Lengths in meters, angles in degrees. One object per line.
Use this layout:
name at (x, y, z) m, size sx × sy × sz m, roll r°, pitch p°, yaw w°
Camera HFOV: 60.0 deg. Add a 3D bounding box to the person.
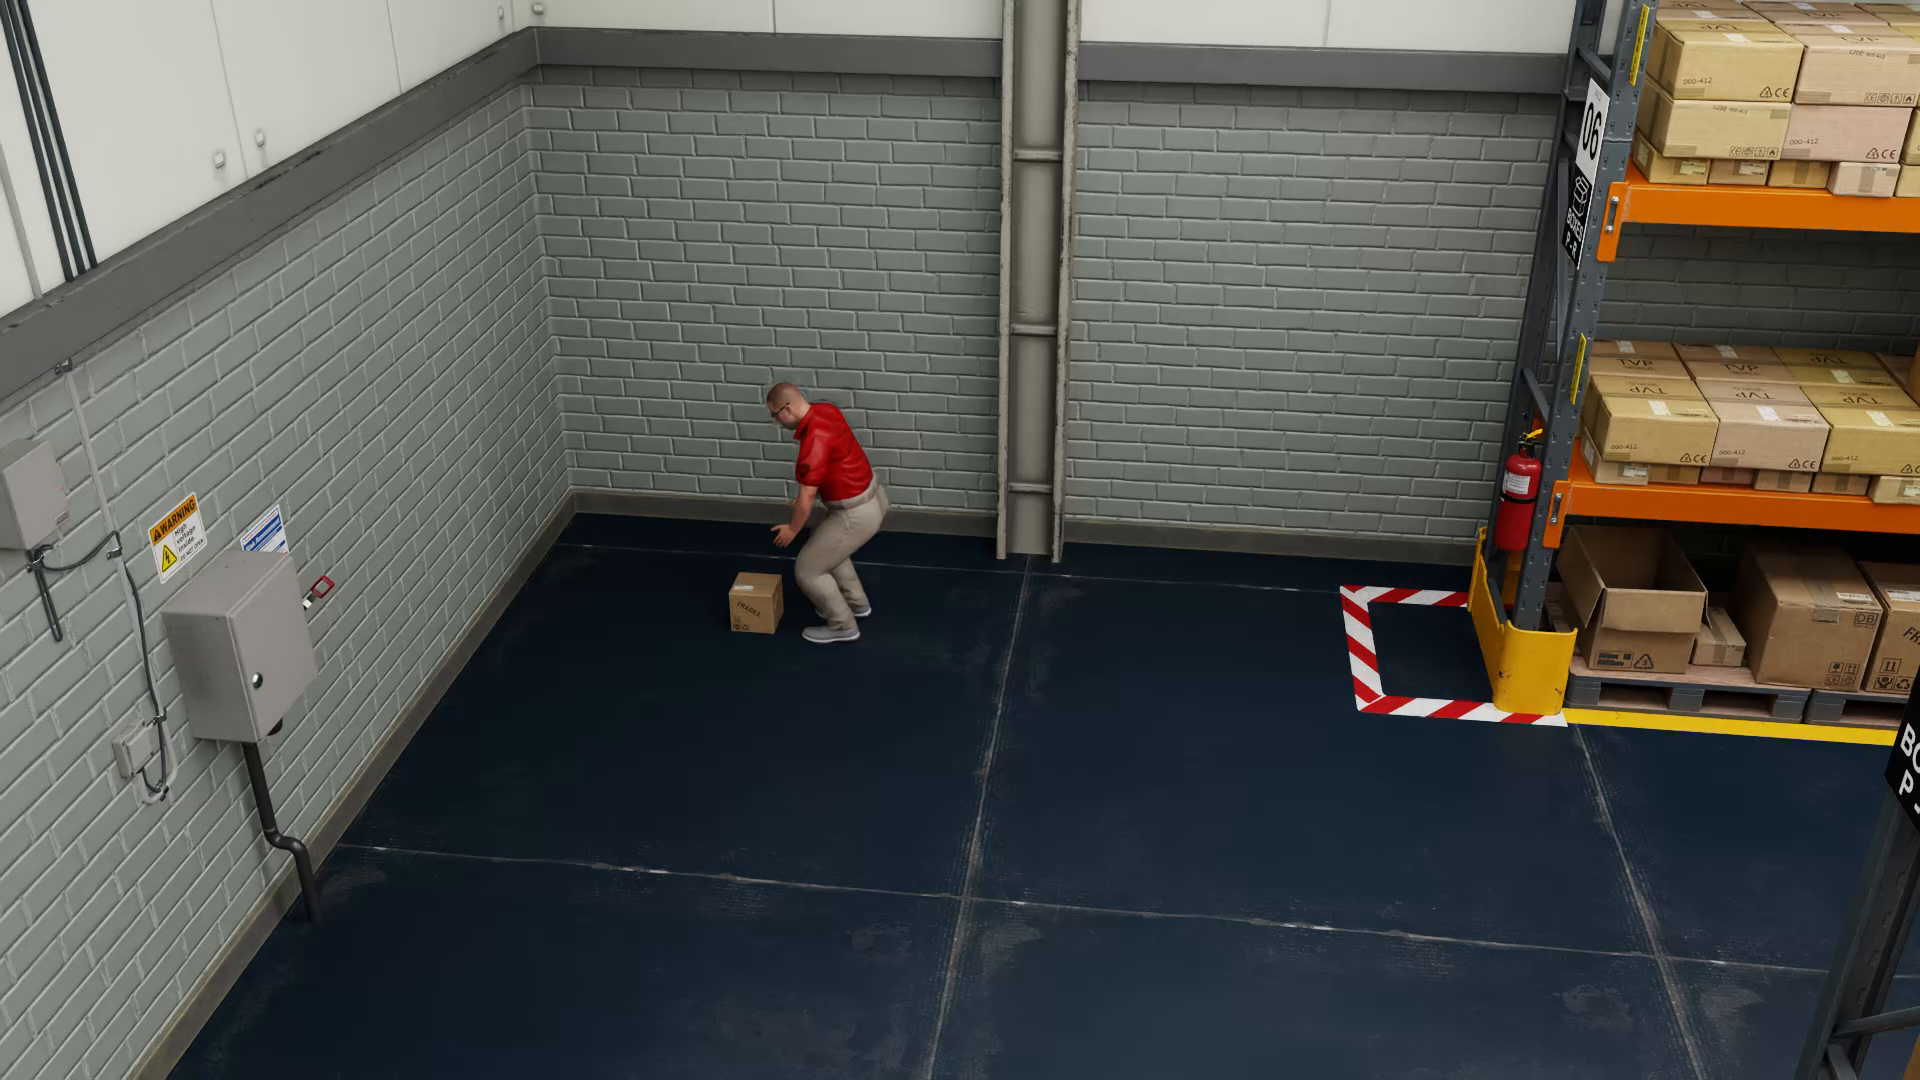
person at (-0.721, -0.153, 9.159) m, size 0.621 × 1.519 × 0.586 m, roll 4°, pitch 28°, yaw 7°
